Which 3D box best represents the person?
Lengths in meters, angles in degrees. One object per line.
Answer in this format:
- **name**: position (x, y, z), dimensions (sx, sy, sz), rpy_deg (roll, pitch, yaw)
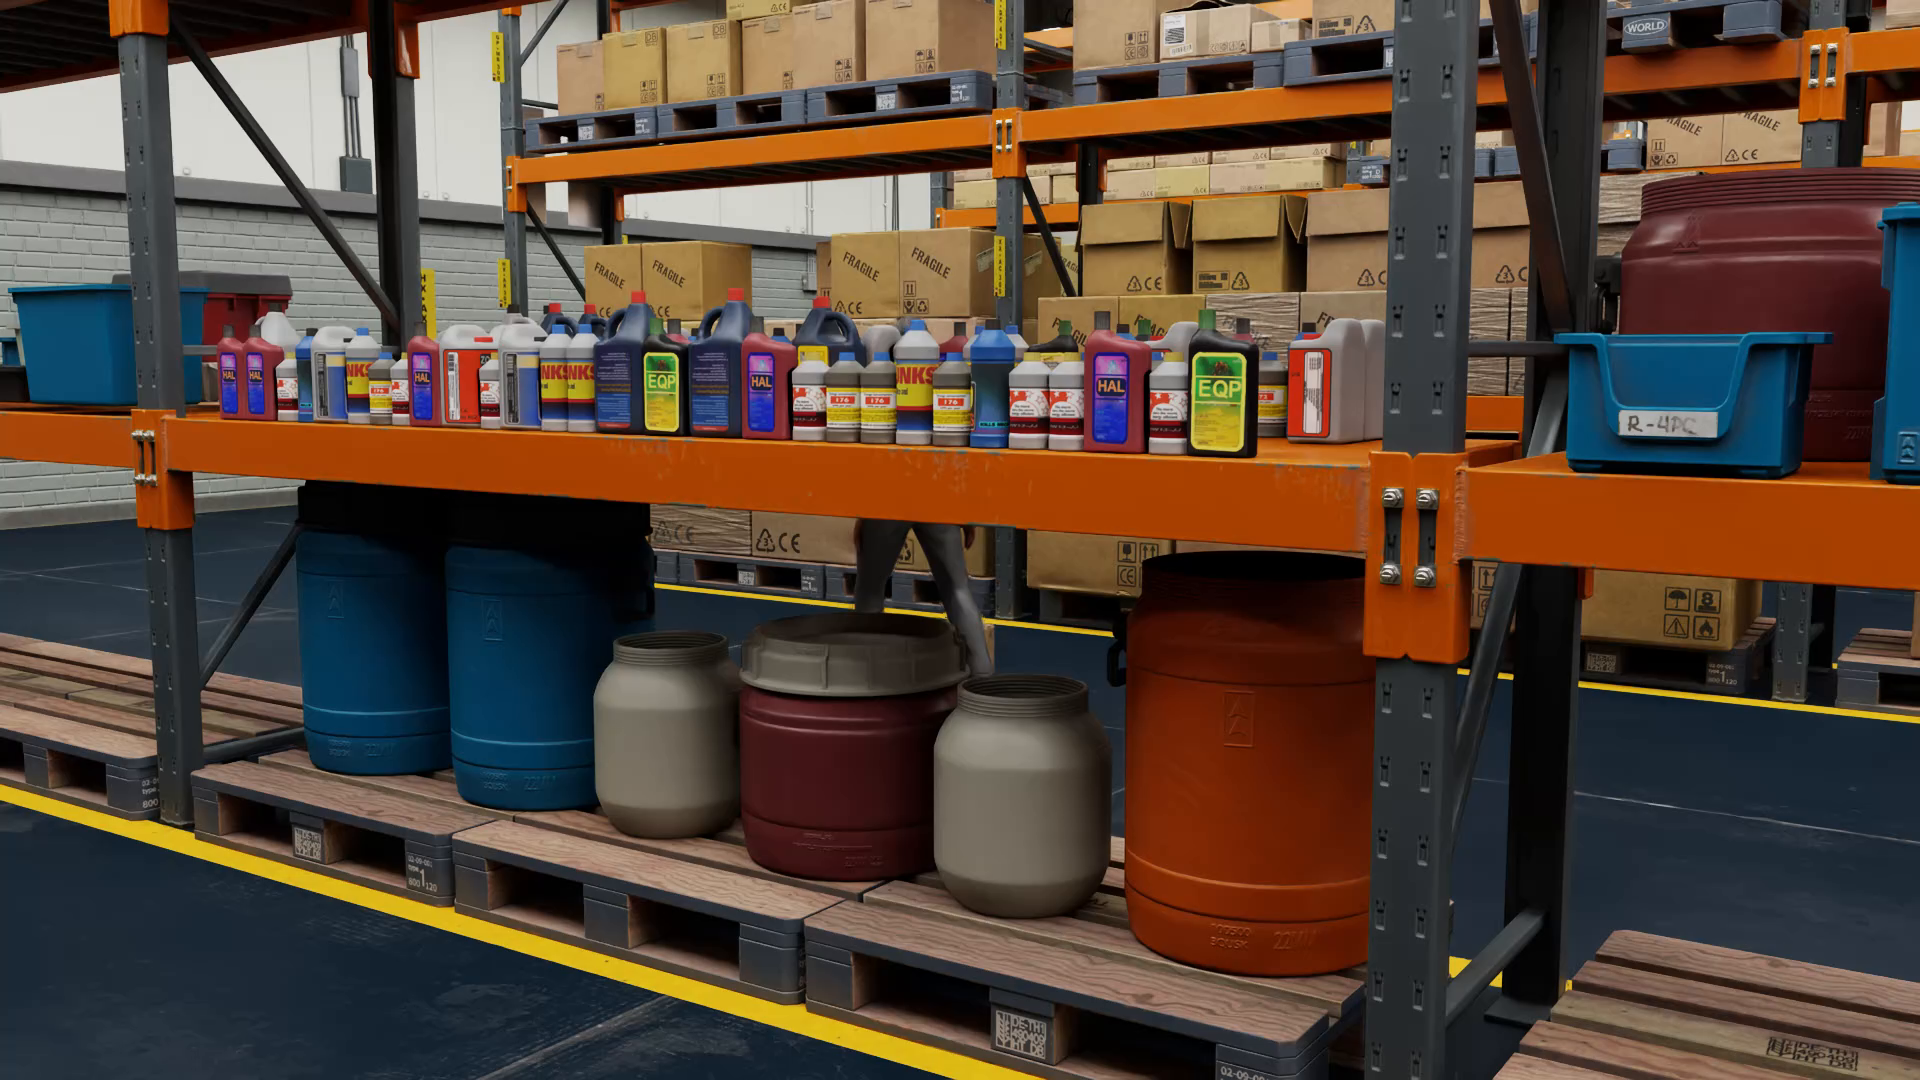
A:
- **person**: position (-0.157, -0.123, 7.034), dimensions (0.639, 1.636, 0.681), rpy_deg (-1, 7, -13)
